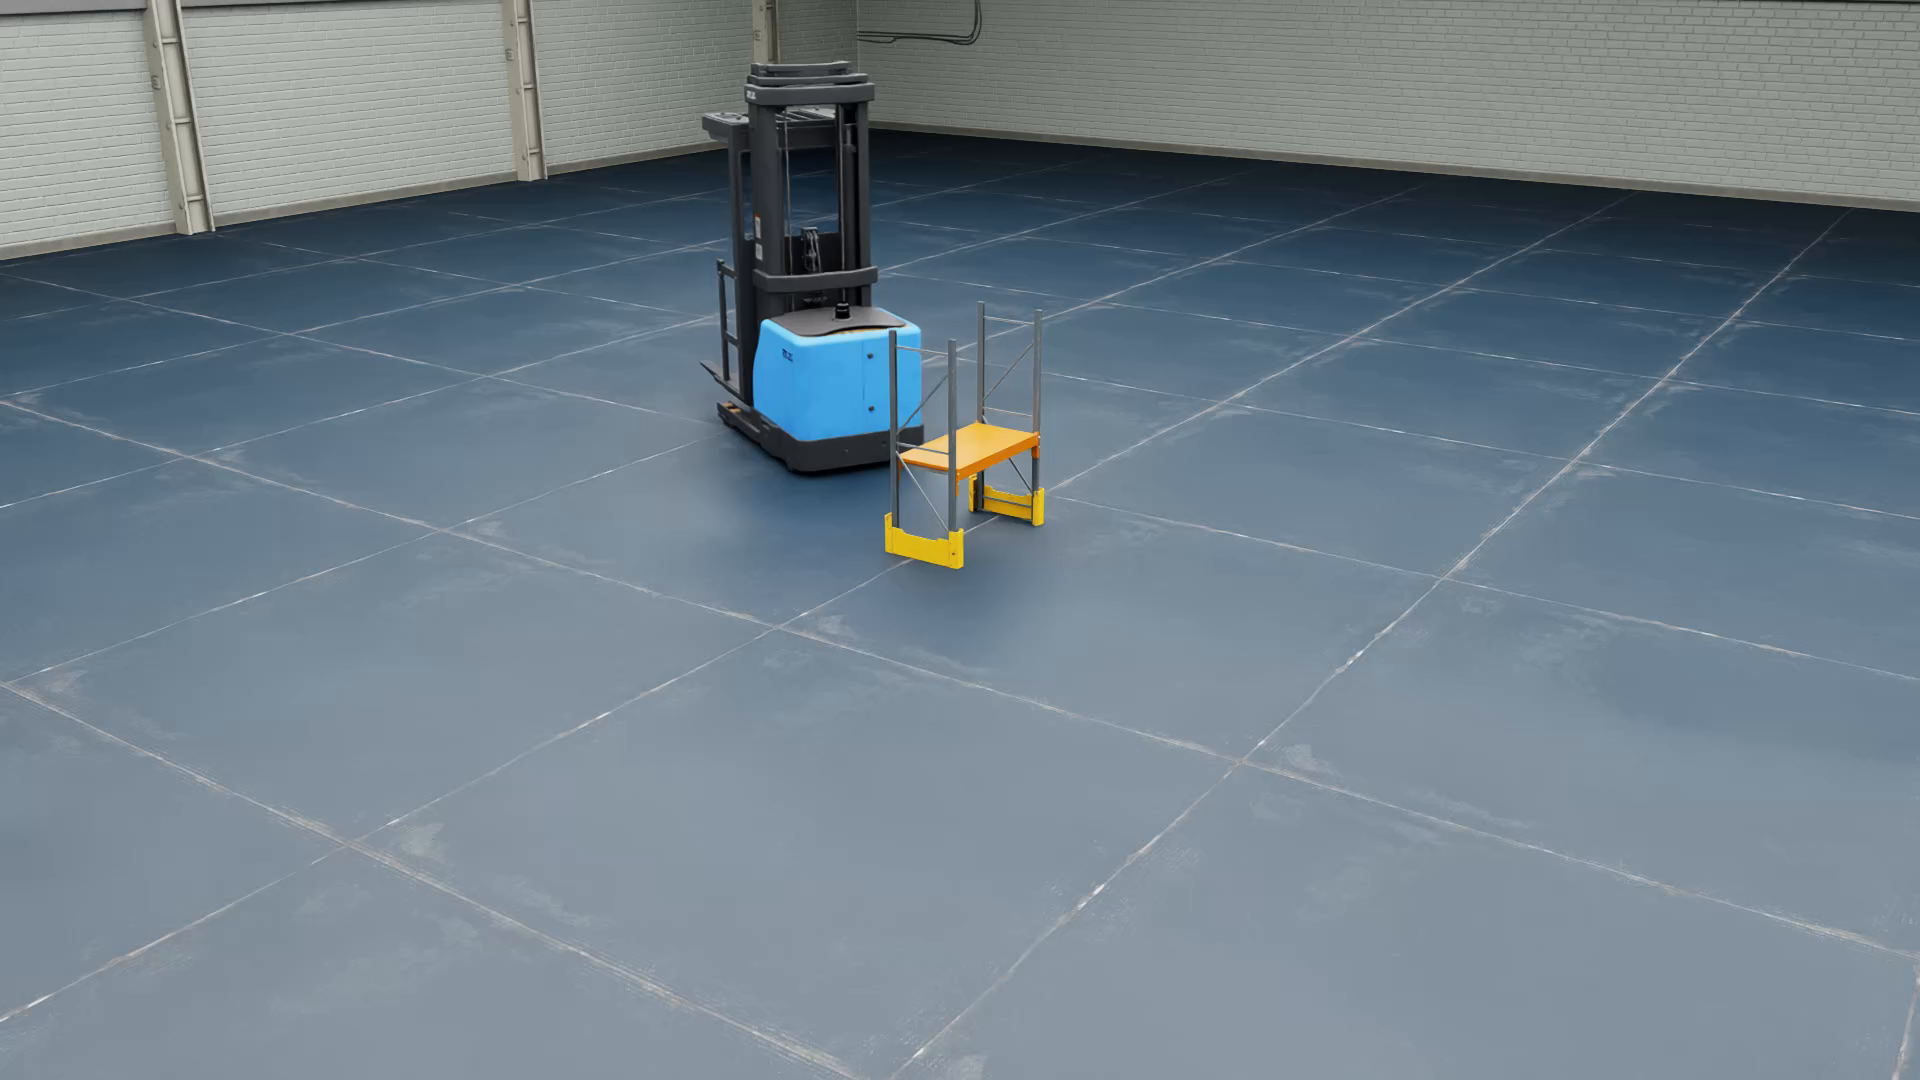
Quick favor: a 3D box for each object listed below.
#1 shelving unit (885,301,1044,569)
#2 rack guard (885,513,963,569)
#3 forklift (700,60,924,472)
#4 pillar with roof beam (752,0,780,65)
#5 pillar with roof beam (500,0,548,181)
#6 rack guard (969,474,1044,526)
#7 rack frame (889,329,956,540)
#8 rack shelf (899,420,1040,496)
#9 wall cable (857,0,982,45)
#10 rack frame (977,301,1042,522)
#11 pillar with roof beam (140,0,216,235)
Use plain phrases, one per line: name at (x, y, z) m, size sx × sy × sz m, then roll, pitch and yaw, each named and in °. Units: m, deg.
shelving unit at (0.043, -0.725, 11.064) m, size 0.587 × 1.500 × 1.083 m, roll 13°, pitch 24°, yaw 32°
rack guard at (-0.237, 0.004, 10.894) m, size 0.587 × 0.250 × 0.087 m, roll 13°, pitch 24°, yaw 32°
forklift at (-1.377, -2.356, 13.411) m, size 1.130 × 2.935 × 3.031 m, roll -10°, pitch 22°, yaw -24°
pillar with roof beam at (-0.074, -11.012, 28.064) m, size 9.100 × 9.000 × 0.400 m, roll 13°, pitch 24°, yaw 32°
pillar with roof beam at (-3.446, -9.290, 23.410) m, size 9.100 × 9.000 × 0.400 m, roll 13°, pitch 24°, yaw 32°
rack guard at (0.323, -0.282, 11.667) m, size 0.587 × 0.250 × 0.087 m, roll 13°, pitch 24°, yaw 32°
rack frame at (-0.238, -0.582, 10.677) m, size 0.500 × 1.500 × 0.032 m, roll 13°, pitch 24°, yaw 32°
rack shelf at (0.048, -0.559, 11.133) m, size 0.538 × 0.185 × 1.000 m, roll 13°, pitch 24°, yaw 32°
wall cable at (-0.884, -10.982, 32.460) m, size 3.097 × 2.526 × 0.112 m, roll 13°, pitch 24°, yaw 32°
rack frame at (0.334, -0.874, 11.465) m, size 0.500 × 1.500 × 0.032 m, roll 13°, pitch 24°, yaw 32°
pillar with roof beam at (-6.819, -7.569, 18.756) m, size 9.100 × 9.000 × 0.400 m, roll 13°, pitch 24°, yaw 32°
